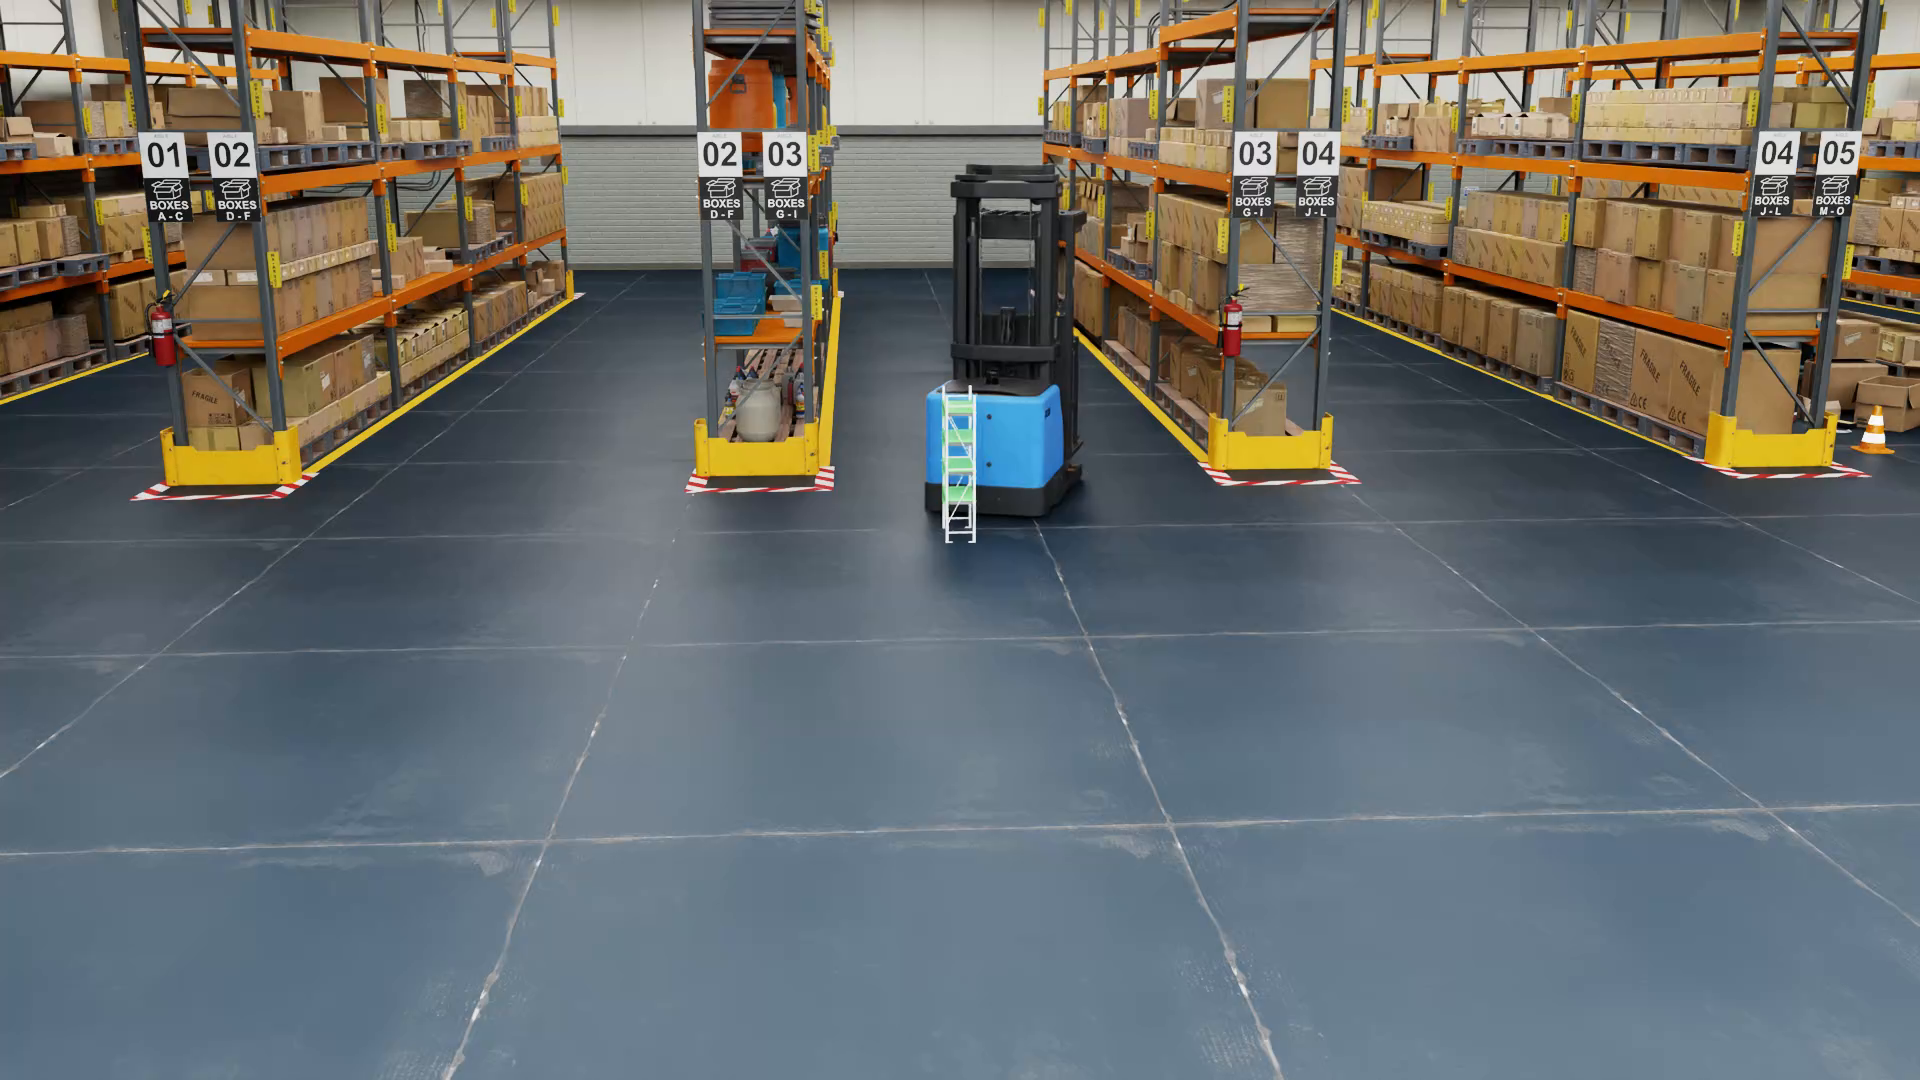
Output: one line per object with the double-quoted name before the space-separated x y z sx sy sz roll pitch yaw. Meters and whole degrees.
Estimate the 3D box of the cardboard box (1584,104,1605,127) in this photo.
"cardboard box" 7.505 -4.864 19.052 0.500 0.250 0.500 -1 14 -3

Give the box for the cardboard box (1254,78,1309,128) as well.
"cardboard box" 3.223 -4.428 16.898 0.500 0.500 0.500 -1 14 -4

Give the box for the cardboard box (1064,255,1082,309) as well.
"cardboard box" 2.362 -4.168 27.126 1.225 0.875 0.875 -1 14 -3

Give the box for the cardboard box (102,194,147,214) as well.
"cardboard box" -12.121 -4.868 24.084 0.500 0.250 0.500 -1 14 -3

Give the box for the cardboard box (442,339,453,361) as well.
"cardboard box" -6.998 -2.497 21.886 0.500 0.250 0.500 -1 14 -2

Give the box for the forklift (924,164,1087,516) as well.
"forklift" 0.535 -1.940 15.183 1.130 2.935 3.031 3 15 13

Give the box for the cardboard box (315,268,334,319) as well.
"cardboard box" -6.957 -2.565 17.277 0.700 0.500 0.500 0 14 -2

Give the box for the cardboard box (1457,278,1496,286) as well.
"cardboard box" 7.705 -3.740 24.711 0.500 0.250 0.500 -2 15 -6

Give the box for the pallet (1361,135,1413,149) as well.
"pallet" 7.191 -6.410 26.778 1.213 0.211 1.003 -1 14 -3

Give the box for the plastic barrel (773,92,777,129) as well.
"plastic barrel" -2.095 -4.120 16.280 0.600 0.588 0.600 0 14 0

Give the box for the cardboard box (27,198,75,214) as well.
"cardboard box" -12.569 -4.602 23.050 0.500 0.250 0.500 0 14 -2

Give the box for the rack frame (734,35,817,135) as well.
"rack frame" -2.146 -5.992 18.754 1.000 3.000 0.127 -1 14 -3

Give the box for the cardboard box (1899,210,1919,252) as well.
"cardboard box" 12.399 -3.946 21.203 0.500 0.500 0.500 -1 14 -3

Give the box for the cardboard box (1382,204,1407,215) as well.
"cardboard box" 6.890 -5.210 26.222 0.380 0.149 0.250 -1 14 -4

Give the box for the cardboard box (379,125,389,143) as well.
"cardboard box" -7.155 -4.884 19.927 0.500 0.250 0.500 -2 15 -9

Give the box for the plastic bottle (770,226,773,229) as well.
"plastic bottle" -3.045 -4.921 26.868 0.061 0.283 0.133 -1 14 -3

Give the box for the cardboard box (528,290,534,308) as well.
"cardboard box" -7.396 -4.019 27.639 0.500 0.311 0.500 -1 14 -3

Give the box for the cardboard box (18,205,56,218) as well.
"cardboard box" -12.196 -4.338 21.983 0.380 0.149 0.250 -3 15 -13

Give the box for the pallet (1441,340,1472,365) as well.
"pallet" 7.480 -2.661 23.446 1.003 0.211 1.213 -1 14 -3

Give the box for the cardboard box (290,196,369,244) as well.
"cardboard box" -7.056 -3.577 18.605 0.700 0.500 0.500 -1 14 -3

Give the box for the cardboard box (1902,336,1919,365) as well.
"cardboard box" 12.654 -2.377 21.175 0.950 0.372 0.625 -1 14 -3

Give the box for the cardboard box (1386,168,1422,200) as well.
"cardboard box" 7.474 -5.996 28.008 0.500 0.500 0.500 -1 14 -2

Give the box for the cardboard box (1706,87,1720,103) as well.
"cardboard box" 7.613 -4.393 16.420 0.380 0.149 0.250 -1 14 -3

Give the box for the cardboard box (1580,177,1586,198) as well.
"cardboard box" 11.730 -6.580 30.875 0.500 0.500 0.500 -1 14 -5

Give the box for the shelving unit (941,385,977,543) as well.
"shelving unit" -0.010 -0.622 13.537 0.258 1.200 0.503 -1 14 -3

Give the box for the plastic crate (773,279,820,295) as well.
"plastic crate" -1.806 -2.743 18.466 0.499 0.251 0.616 -1 14 -3

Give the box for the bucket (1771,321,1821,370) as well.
"bucket" 10.064 -2.367 20.224 0.726 0.611 0.620 4 5 16

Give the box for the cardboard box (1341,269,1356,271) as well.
"cardboard box" 6.823 -4.722 29.544 0.380 0.149 0.250 -1 14 -5

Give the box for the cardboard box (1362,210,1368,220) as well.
"cardboard box" 6.824 -5.324 27.265 0.380 0.149 0.250 -1 14 -3

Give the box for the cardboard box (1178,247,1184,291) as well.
"cardboard box" 2.891 -2.995 18.347 0.875 0.500 0.500 -1 14 -3

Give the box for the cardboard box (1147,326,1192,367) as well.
"cardboard box" 2.770 -2.437 21.112 0.700 0.500 0.500 -1 14 -4

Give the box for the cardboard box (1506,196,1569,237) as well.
"cardboard box" 7.623 -4.249 21.814 0.700 0.500 0.500 -1 14 -4

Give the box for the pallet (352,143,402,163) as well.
"pallet" -7.157 -4.590 19.709 0.805 0.209 1.217 -1 15 -6

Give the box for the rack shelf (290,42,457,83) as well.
"rack shelf" -7.214 -5.871 20.533 1.077 0.370 4.000 -1 14 -3

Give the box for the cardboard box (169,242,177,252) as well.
"cardboard box" -12.192 -4.477 25.371 0.380 0.149 0.250 -1 14 -3

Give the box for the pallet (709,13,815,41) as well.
"pallet" -1.988 -5.198 16.850 1.003 0.211 1.213 -1 14 -3

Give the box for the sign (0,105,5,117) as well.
"sign" -12.836 -5.663 22.300 0.100 0.325 0.005 -1 14 -3

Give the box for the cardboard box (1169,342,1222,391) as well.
"cardboard box" 2.783 -2.055 19.668 0.500 0.500 0.500 -1 14 -5

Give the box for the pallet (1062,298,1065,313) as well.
"pallet" 2.333 -3.992 28.618 1.003 0.211 1.213 -1 14 -3

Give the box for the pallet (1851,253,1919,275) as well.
"pallet" 12.604 -3.726 22.372 1.003 0.211 1.213 -1 14 -3

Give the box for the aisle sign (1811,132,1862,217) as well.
"aisle sign" 8.306 -3.465 15.757 0.394 0.787 0.004 -1 14 -3

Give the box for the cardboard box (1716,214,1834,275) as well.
"cardboard box" 8.018 -2.908 16.340 0.875 0.550 0.550 -1 14 -3

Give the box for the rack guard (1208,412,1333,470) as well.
"rack guard" 3.041 -0.976 16.317 1.175 0.500 0.348 -1 14 -3

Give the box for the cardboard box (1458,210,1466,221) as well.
"cardboard box" 7.641 -4.824 24.725 0.380 0.149 0.250 -1 14 -4

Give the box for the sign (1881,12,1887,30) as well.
"sign" 17.454 -9.815 31.424 0.100 0.325 0.005 -1 14 -3

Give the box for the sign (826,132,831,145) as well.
"sign" -1.845 -5.493 23.047 0.100 0.325 0.005 -1 14 -3

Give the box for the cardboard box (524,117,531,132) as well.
"cardboard box" -7.400 -6.871 27.491 0.500 0.250 0.500 -1 14 -3

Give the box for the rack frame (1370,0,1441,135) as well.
"rack frame" 7.259 -8.109 26.983 1.000 3.000 0.127 -1 14 -3

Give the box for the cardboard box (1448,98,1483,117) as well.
"cardboard box" 7.222 -6.177 23.758 0.396 0.266 0.258 -1 14 -3

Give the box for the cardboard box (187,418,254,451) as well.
"cardboard box" -7.170 -1.016 16.132 0.500 0.250 0.500 -1 14 -3

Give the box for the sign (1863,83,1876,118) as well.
"sign" 8.556 -4.141 15.667 0.100 0.325 0.005 -1 14 -3

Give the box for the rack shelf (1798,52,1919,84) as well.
"rack shelf" 12.565 -6.176 21.718 1.077 0.370 4.000 -1 14 -3

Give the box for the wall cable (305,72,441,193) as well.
"wall cable" -12.771 -8.731 35.634 3.097 2.526 0.112 -1 14 -3

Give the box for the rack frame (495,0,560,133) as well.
"rack frame" -7.833 -8.900 30.059 1.000 3.000 0.127 -1 14 -3

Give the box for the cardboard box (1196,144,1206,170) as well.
"cardboard box" 2.705 -3.916 17.006 0.500 0.250 0.500 -1 14 -2

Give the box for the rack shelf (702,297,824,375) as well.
"rack shelf" -2.022 -2.240 17.658 1.077 0.370 4.000 -1 14 -3
